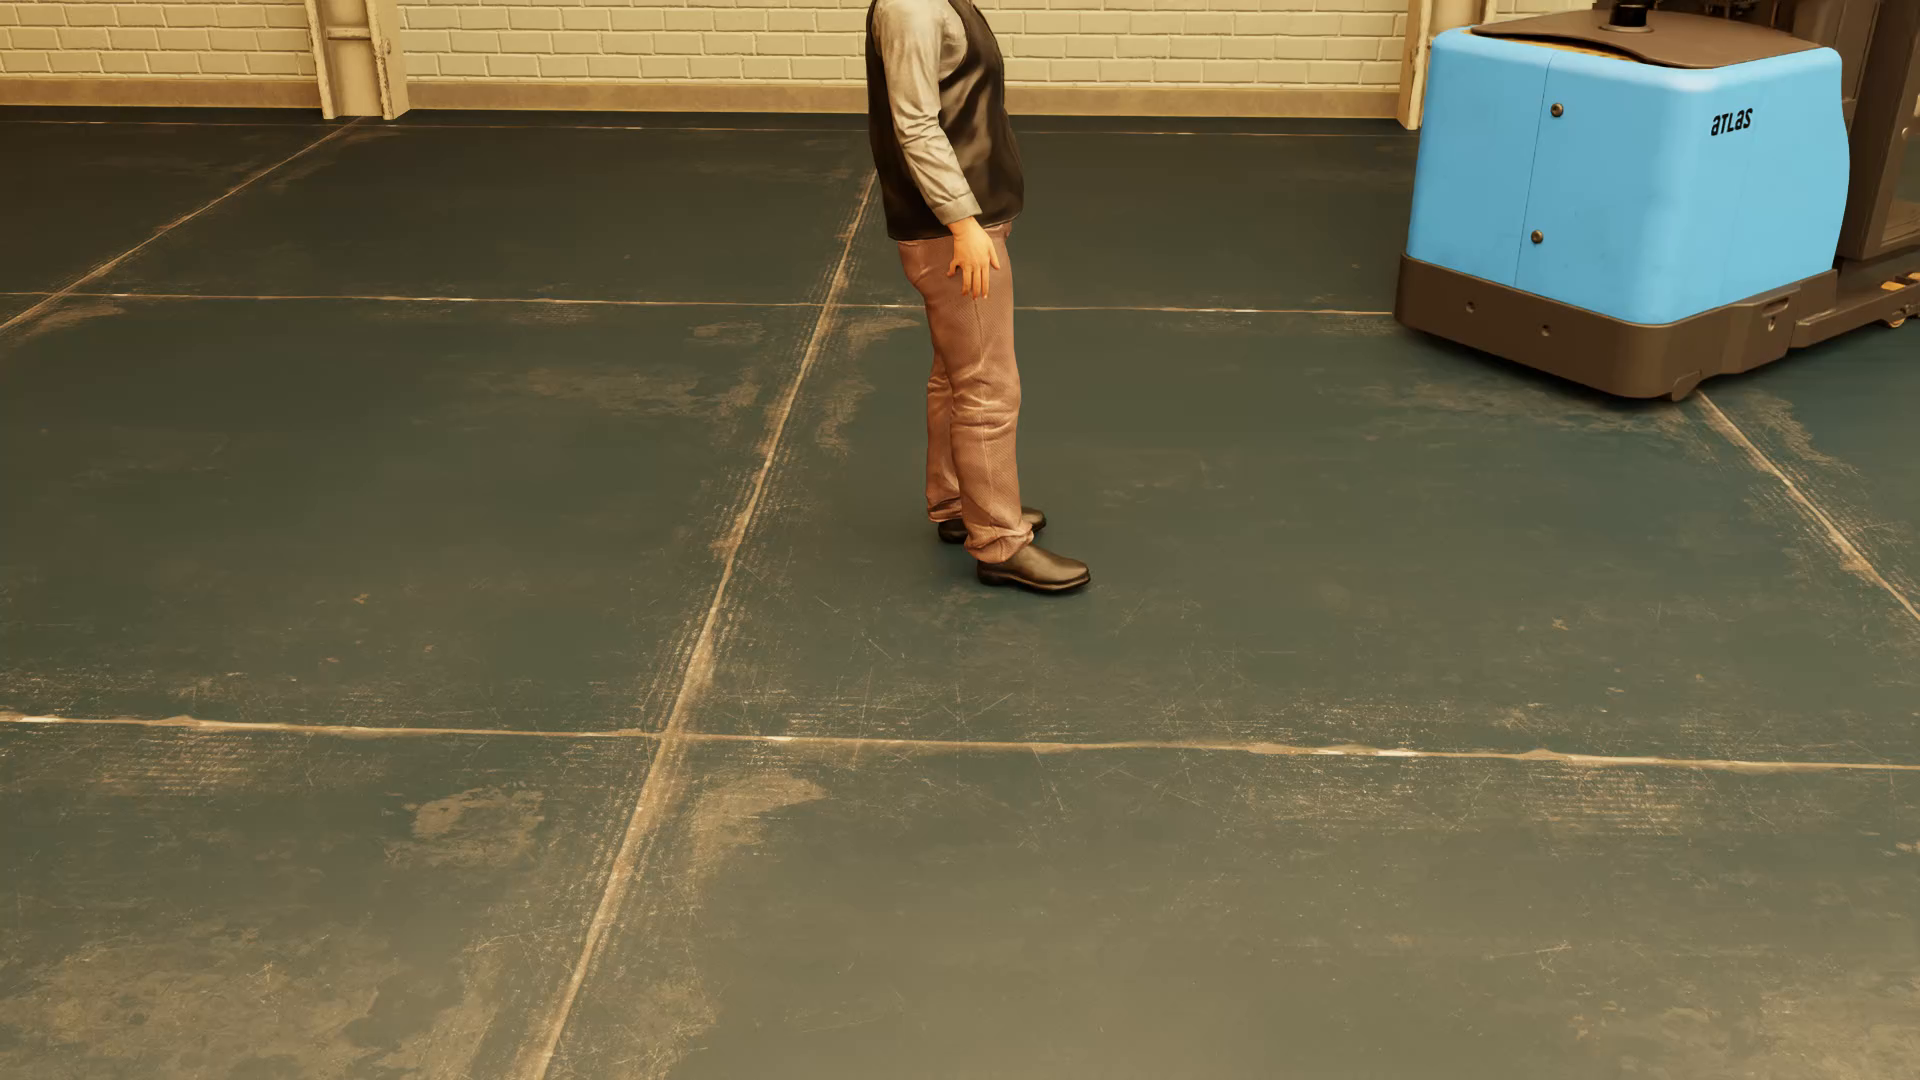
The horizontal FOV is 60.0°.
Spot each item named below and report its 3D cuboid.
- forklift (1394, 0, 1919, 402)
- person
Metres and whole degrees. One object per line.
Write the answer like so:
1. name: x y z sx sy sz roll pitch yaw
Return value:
1. forklift: 3.047 -2.262 5.795 3.031 2.935 1.130 -18 31 -32
2. person: 0.062 -0.774 4.128 0.568 1.721 0.633 1 26 2
